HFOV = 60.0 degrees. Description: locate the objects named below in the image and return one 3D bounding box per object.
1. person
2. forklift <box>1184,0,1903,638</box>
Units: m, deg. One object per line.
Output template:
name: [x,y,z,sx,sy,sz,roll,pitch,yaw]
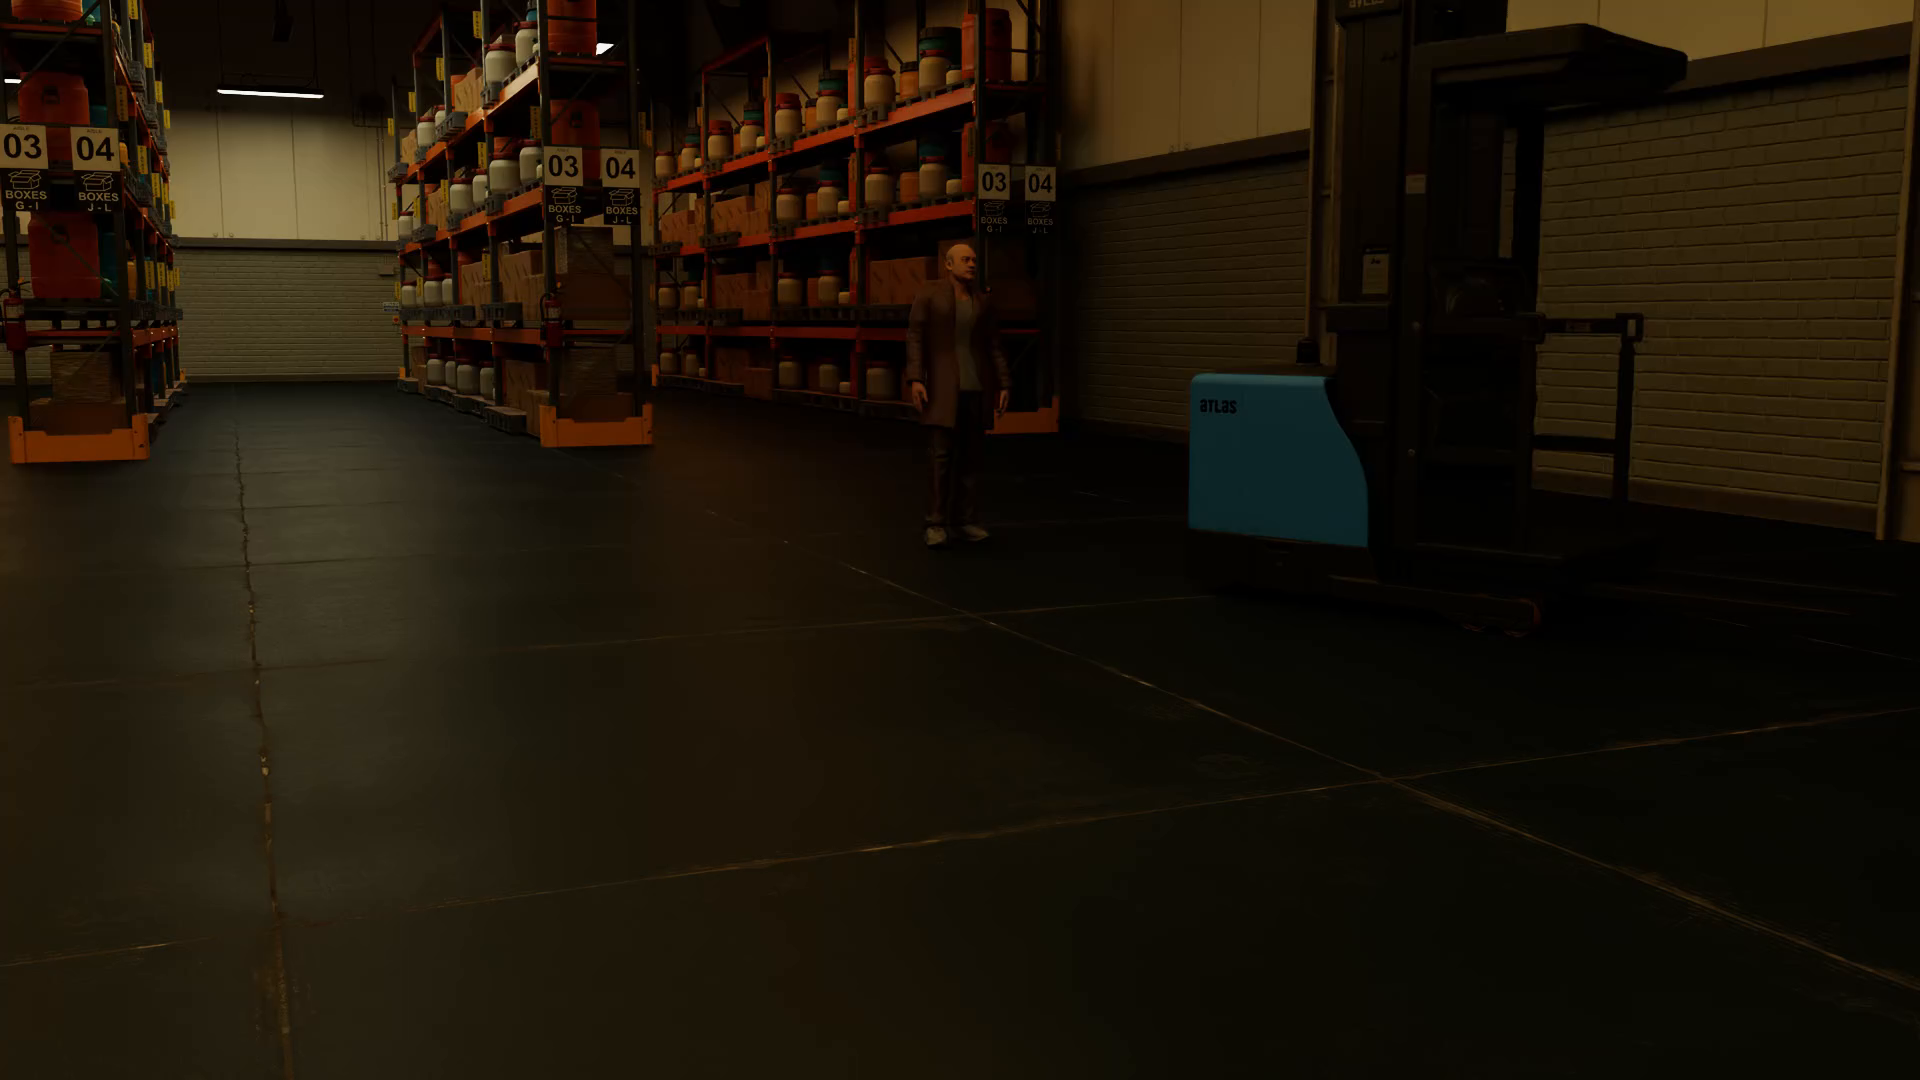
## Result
person: [0.033,-0.878,9.952,0.698,1.778,0.579,-3,8,-23]
forklift: [2.520,-1.117,7.411,3.031,2.935,1.130,7,10,44]
